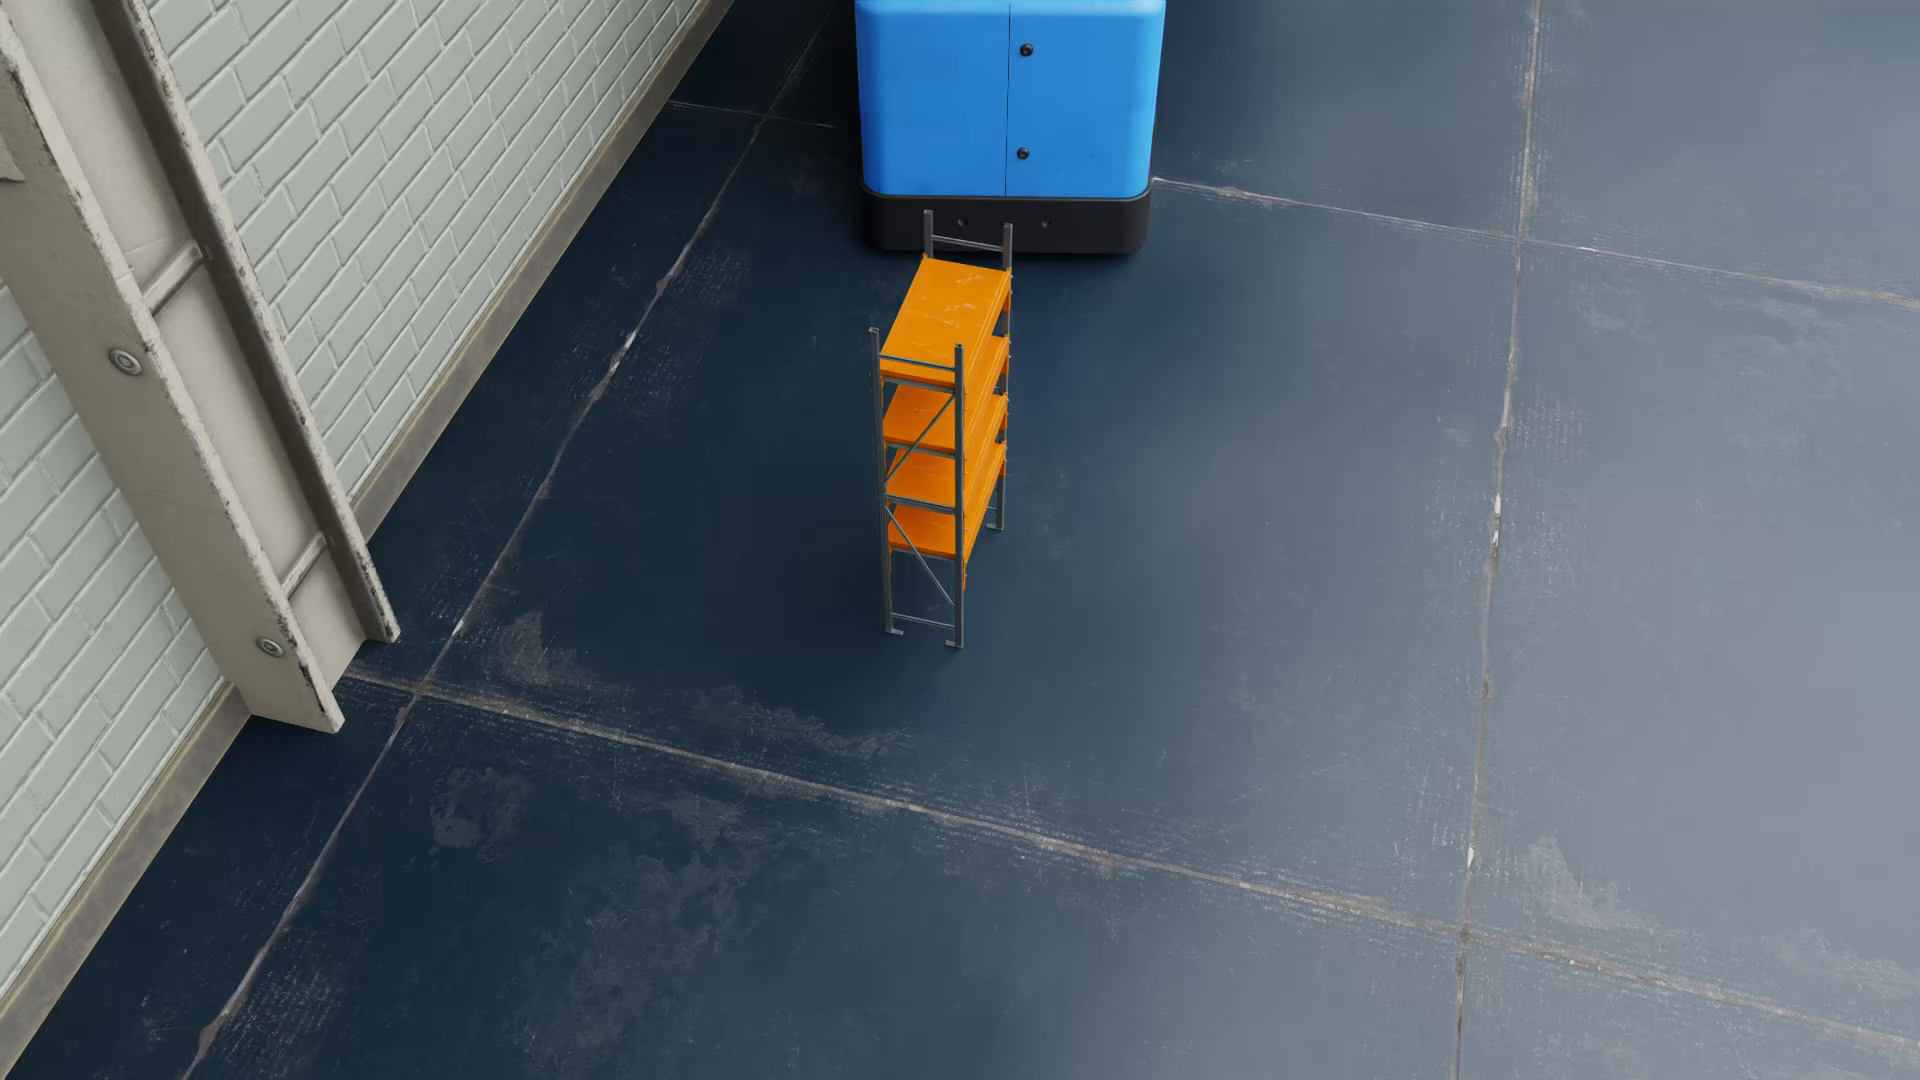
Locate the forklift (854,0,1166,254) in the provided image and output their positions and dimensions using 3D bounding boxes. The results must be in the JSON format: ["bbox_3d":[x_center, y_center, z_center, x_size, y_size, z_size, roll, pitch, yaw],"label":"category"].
[{"bbox_3d":[0.198,-3.109,6.039,1.130,2.935,3.031,1,49,1],"label":"forklift"}]

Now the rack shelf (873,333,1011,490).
[{"bbox_3d":[-0.044,-0.381,4.577,0.258,0.148,0.480,12,50,10],"label":"rack shelf"}]

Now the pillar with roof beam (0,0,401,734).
[{"bbox_3d":[2.270,-1.747,0.790,9.100,9.000,0.400,12,50,10],"label":"pillar with roof beam"}]

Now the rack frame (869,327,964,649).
[{"bbox_3d":[-0.108,-0.101,4.539,0.240,1.200,0.015,12,50,10],"label":"rack frame"}]

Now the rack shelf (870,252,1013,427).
[{"bbox_3d":[-0.044,-0.537,4.400,0.258,0.148,0.480,12,50,10],"label":"rack shelf"}]

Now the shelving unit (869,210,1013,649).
[{"bbox_3d":[-0.044,-0.277,4.694,0.258,1.200,0.503,12,50,10],"label":"shelving unit"}]

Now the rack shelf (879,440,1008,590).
[{"bbox_3d":[-0.044,-0.101,4.894,0.258,0.148,0.480,12,50,10],"label":"rack shelf"}]

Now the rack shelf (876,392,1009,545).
[{"bbox_3d":[-0.044,-0.233,4.745,0.258,0.148,0.480,12,50,10],"label":"rack shelf"}]

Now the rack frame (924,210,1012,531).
[{"bbox_3d":[0.021,-0.454,4.850,0.240,1.200,0.015,12,50,10],"label":"rack frame"}]
